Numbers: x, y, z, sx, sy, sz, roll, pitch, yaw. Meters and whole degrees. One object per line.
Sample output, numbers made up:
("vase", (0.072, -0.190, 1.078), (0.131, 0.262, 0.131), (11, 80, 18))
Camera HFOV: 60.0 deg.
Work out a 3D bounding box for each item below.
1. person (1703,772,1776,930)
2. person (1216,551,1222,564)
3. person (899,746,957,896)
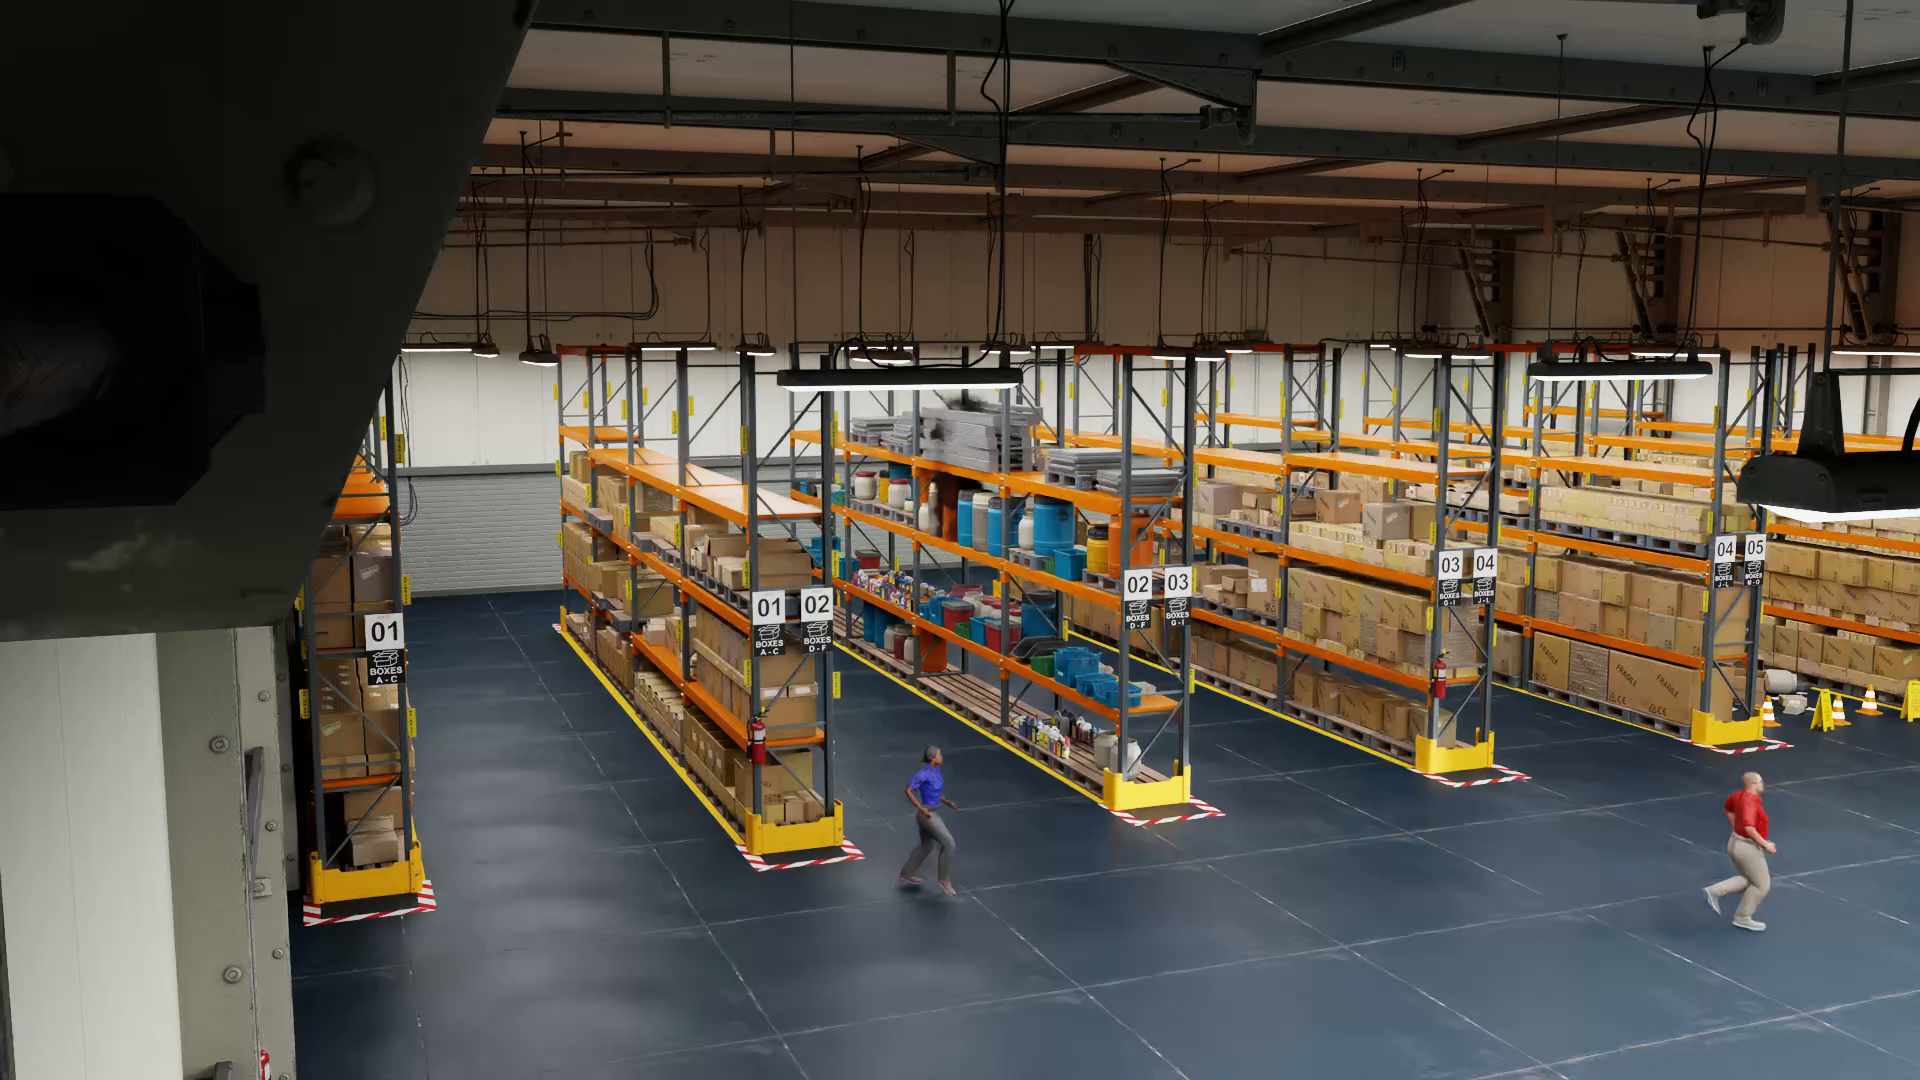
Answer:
("person", (8.275, 3.274, 17.616), (0.599, 1.683, 0.695), (1, 7, 5))
("person", (6.426, 0.224, 41.667), (0.542, 1.650, 0.690), (5, 9, 35))
("person", (-0.359, 3.156, 18.775), (0.700, 1.697, 0.581), (1, 7, 11))
